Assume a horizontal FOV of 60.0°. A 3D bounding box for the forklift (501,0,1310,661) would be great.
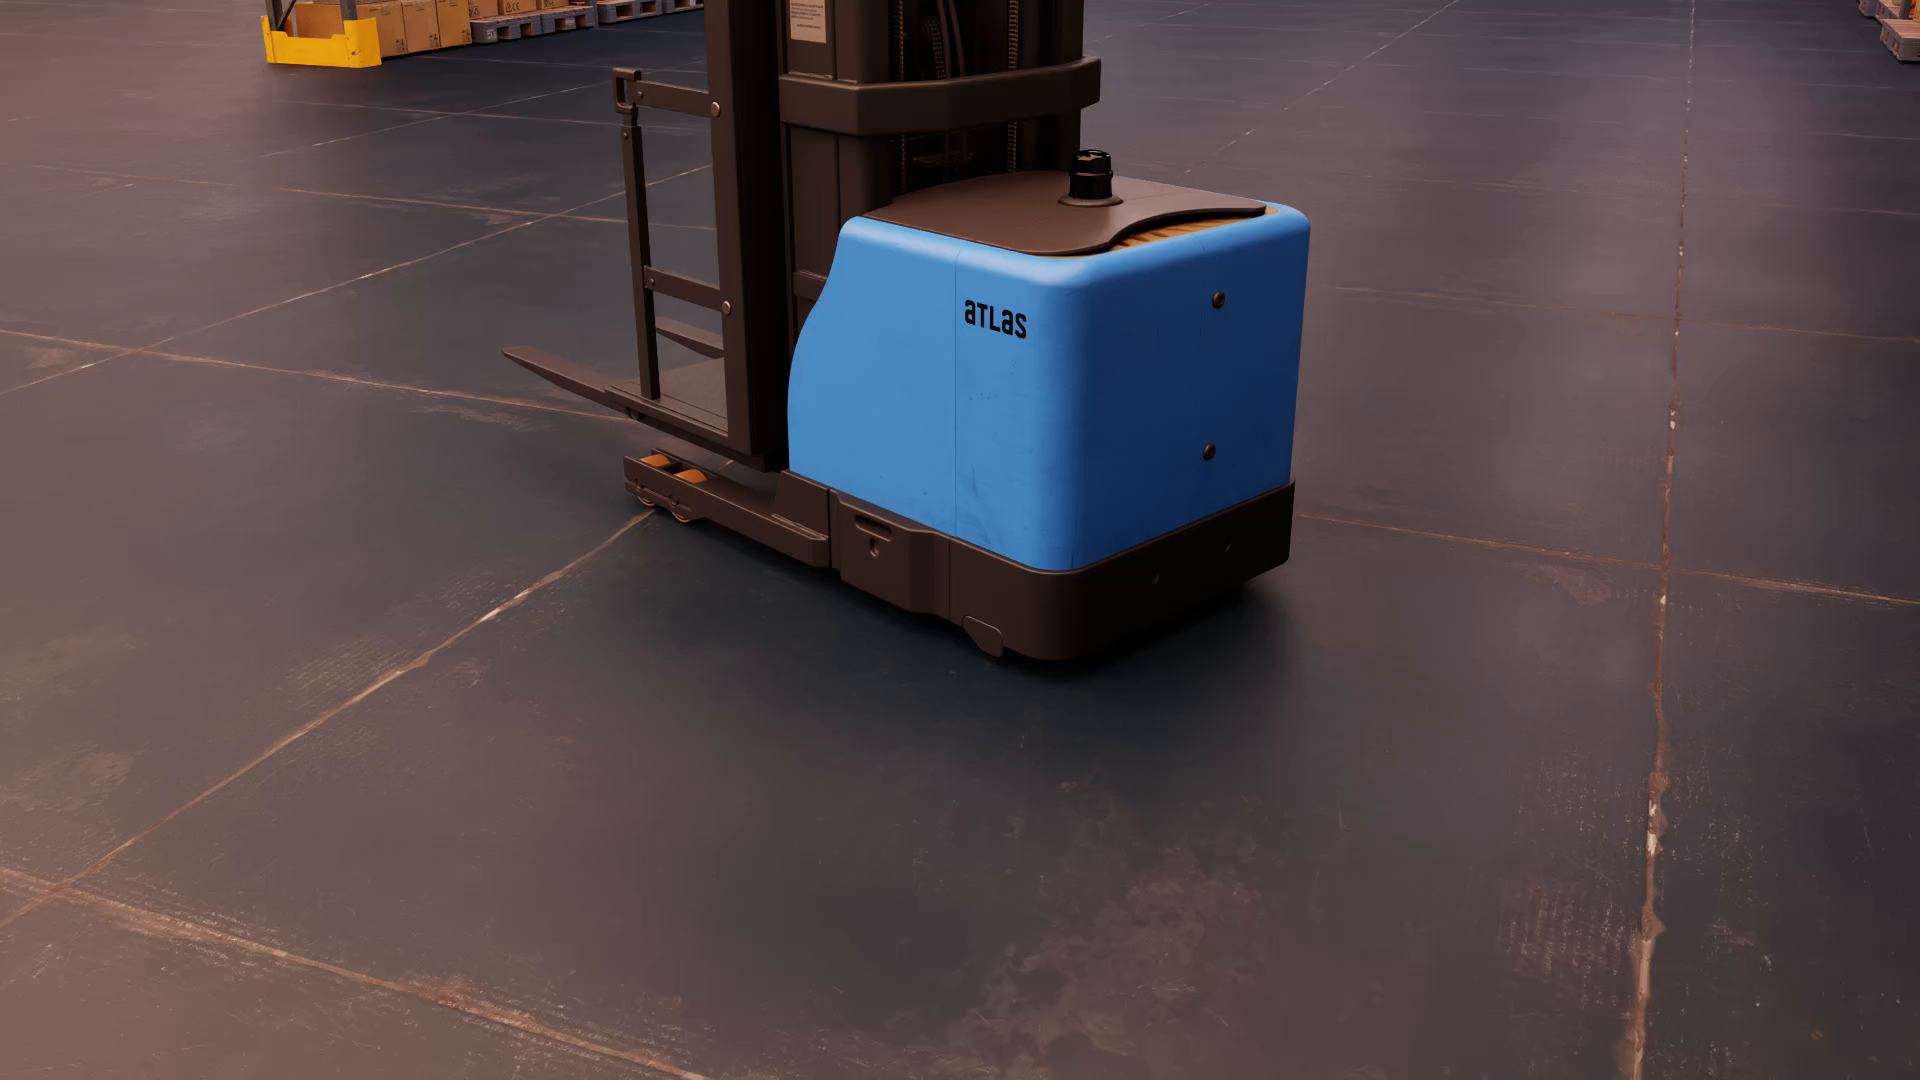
[{"bbox_3d":[-0.431,-1.527,4.945,1.130,2.935,3.031,-20,30,-40],"label":"forklift"}]
